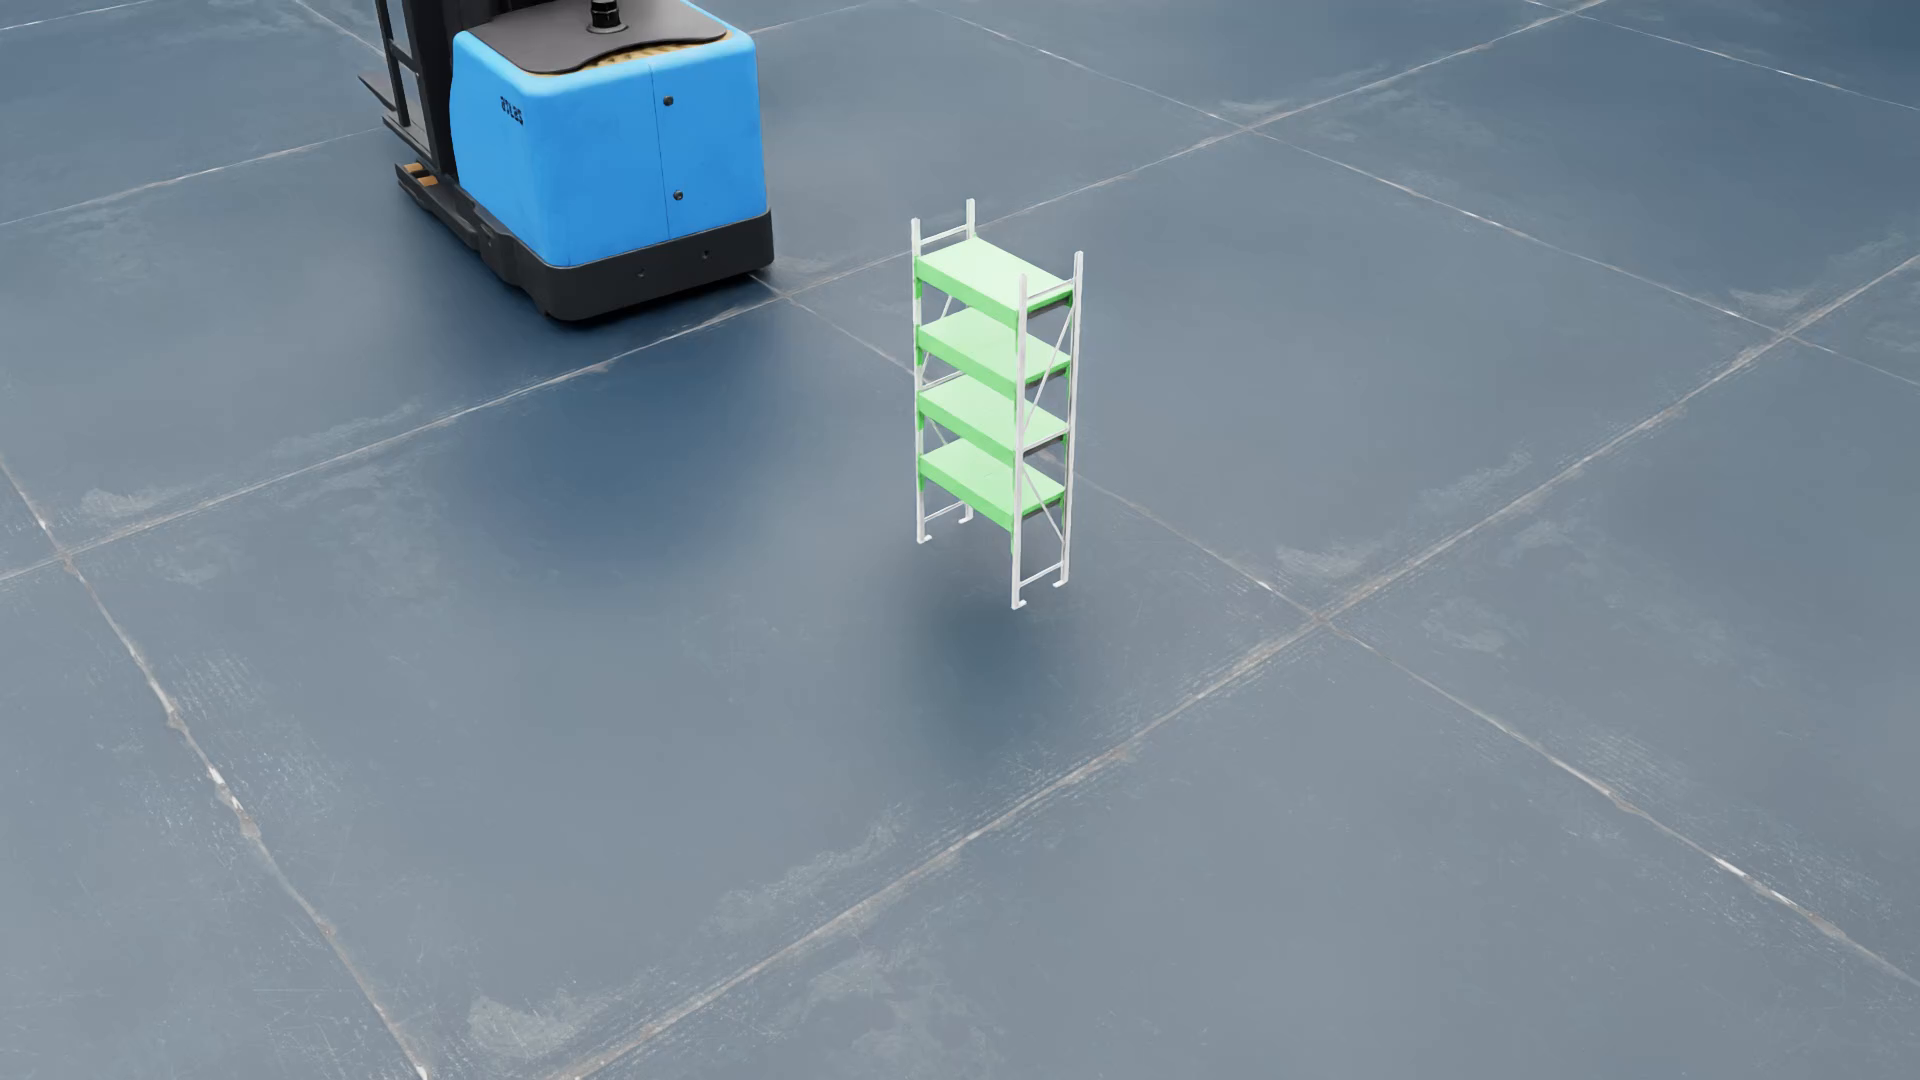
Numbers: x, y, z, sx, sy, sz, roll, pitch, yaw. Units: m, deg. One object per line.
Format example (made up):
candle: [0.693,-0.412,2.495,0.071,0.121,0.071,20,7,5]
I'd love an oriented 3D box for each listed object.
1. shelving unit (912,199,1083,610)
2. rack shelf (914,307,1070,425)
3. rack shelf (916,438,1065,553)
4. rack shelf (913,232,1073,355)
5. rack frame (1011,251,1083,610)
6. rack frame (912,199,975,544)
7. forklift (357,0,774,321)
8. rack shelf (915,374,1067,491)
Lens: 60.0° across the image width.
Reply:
shelving unit: [0.107,-0.417,5.300,0.258,1.200,0.503,-26,43,-32]
rack shelf: [0.107,-0.560,5.198,0.258,0.148,0.480,-26,43,-32]
rack shelf: [0.107,-0.169,5.476,0.258,0.148,0.480,-26,43,-32]
rack shelf: [0.107,-0.756,5.060,0.258,0.148,0.480,-26,43,-32]
rack frame: [0.264,-0.309,5.148,0.240,1.200,0.015,-26,43,-32]
rack frame: [-0.051,-0.524,5.452,0.240,1.200,0.015,-26,43,-32]
forklift: [-2.082,-2.915,7.330,1.130,2.935,3.031,-22,41,-28]
rack shelf: [0.107,-0.364,5.337,0.258,0.148,0.480,-26,43,-32]
